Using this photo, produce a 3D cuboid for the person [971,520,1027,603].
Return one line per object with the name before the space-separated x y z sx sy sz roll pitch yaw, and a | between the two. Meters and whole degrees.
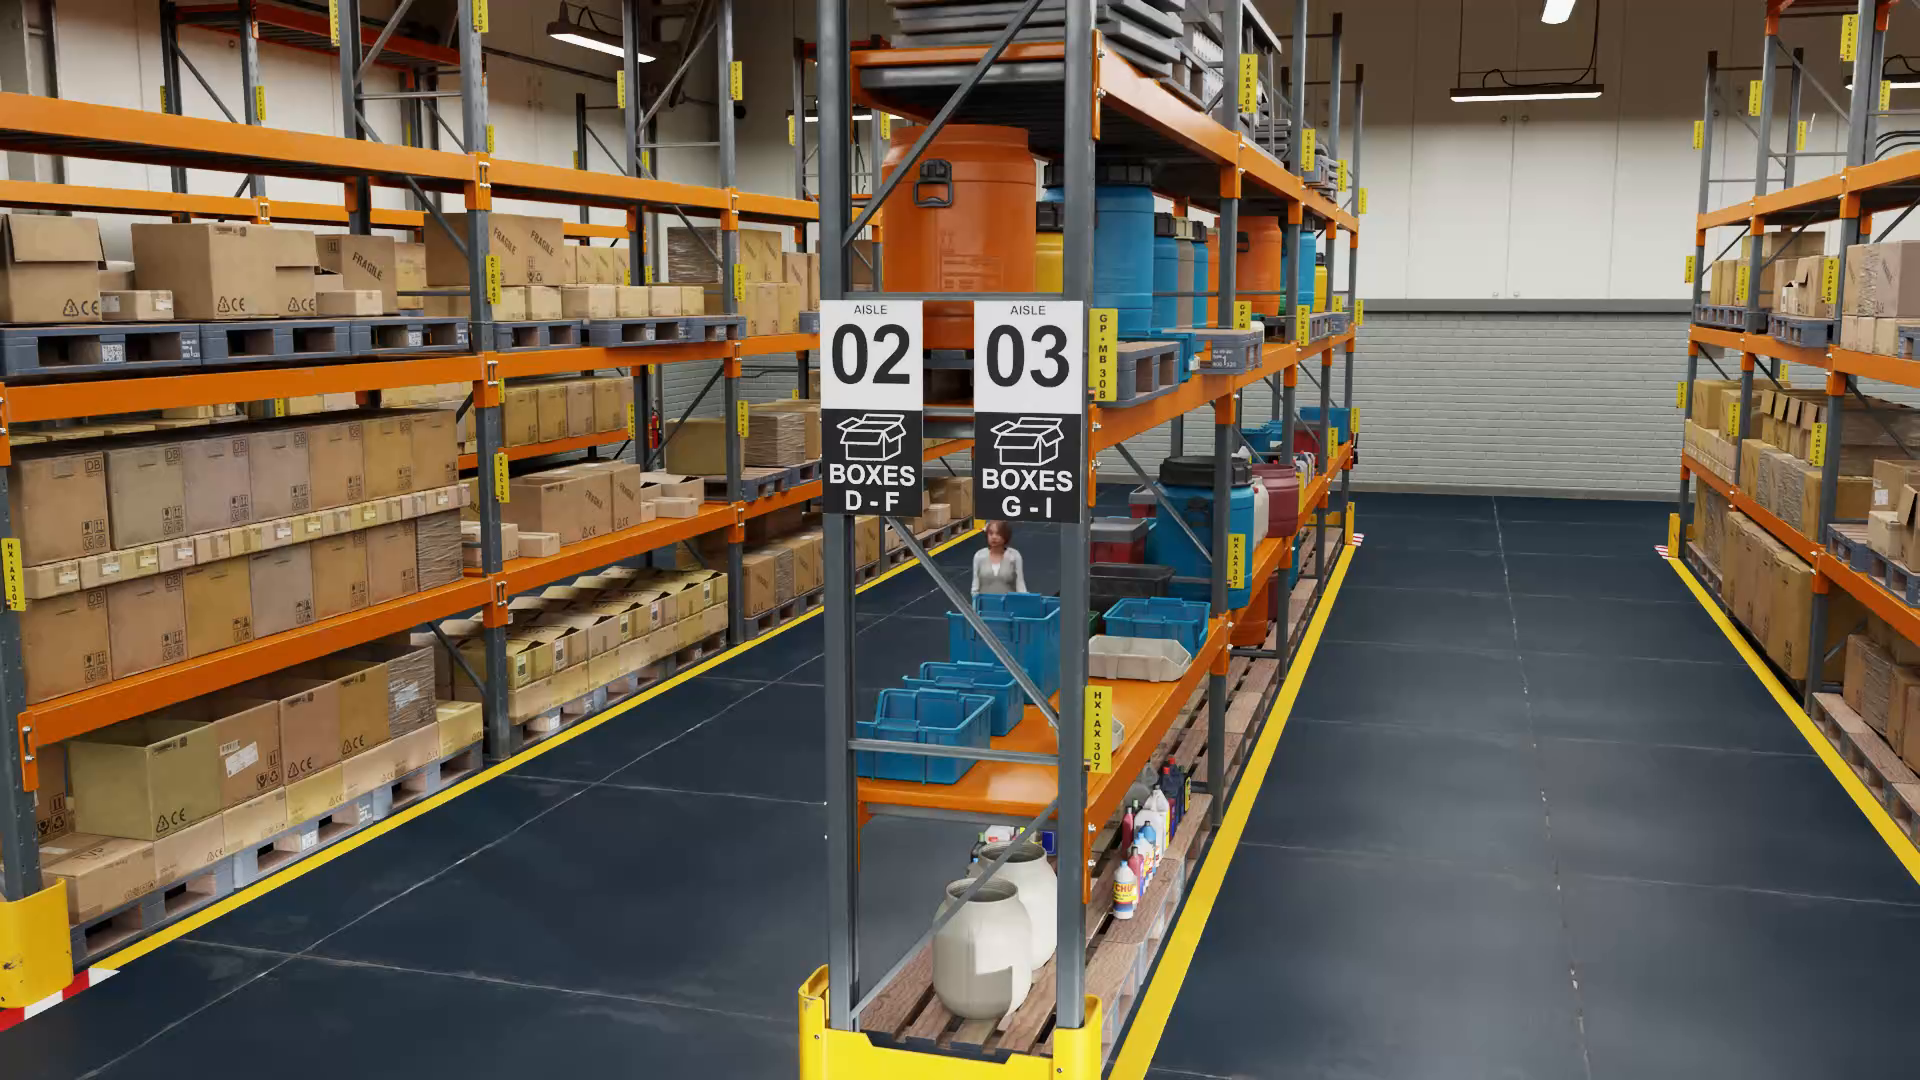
person | 0.288 0.603 12.336 0.421 1.548 0.905 0 9 3
